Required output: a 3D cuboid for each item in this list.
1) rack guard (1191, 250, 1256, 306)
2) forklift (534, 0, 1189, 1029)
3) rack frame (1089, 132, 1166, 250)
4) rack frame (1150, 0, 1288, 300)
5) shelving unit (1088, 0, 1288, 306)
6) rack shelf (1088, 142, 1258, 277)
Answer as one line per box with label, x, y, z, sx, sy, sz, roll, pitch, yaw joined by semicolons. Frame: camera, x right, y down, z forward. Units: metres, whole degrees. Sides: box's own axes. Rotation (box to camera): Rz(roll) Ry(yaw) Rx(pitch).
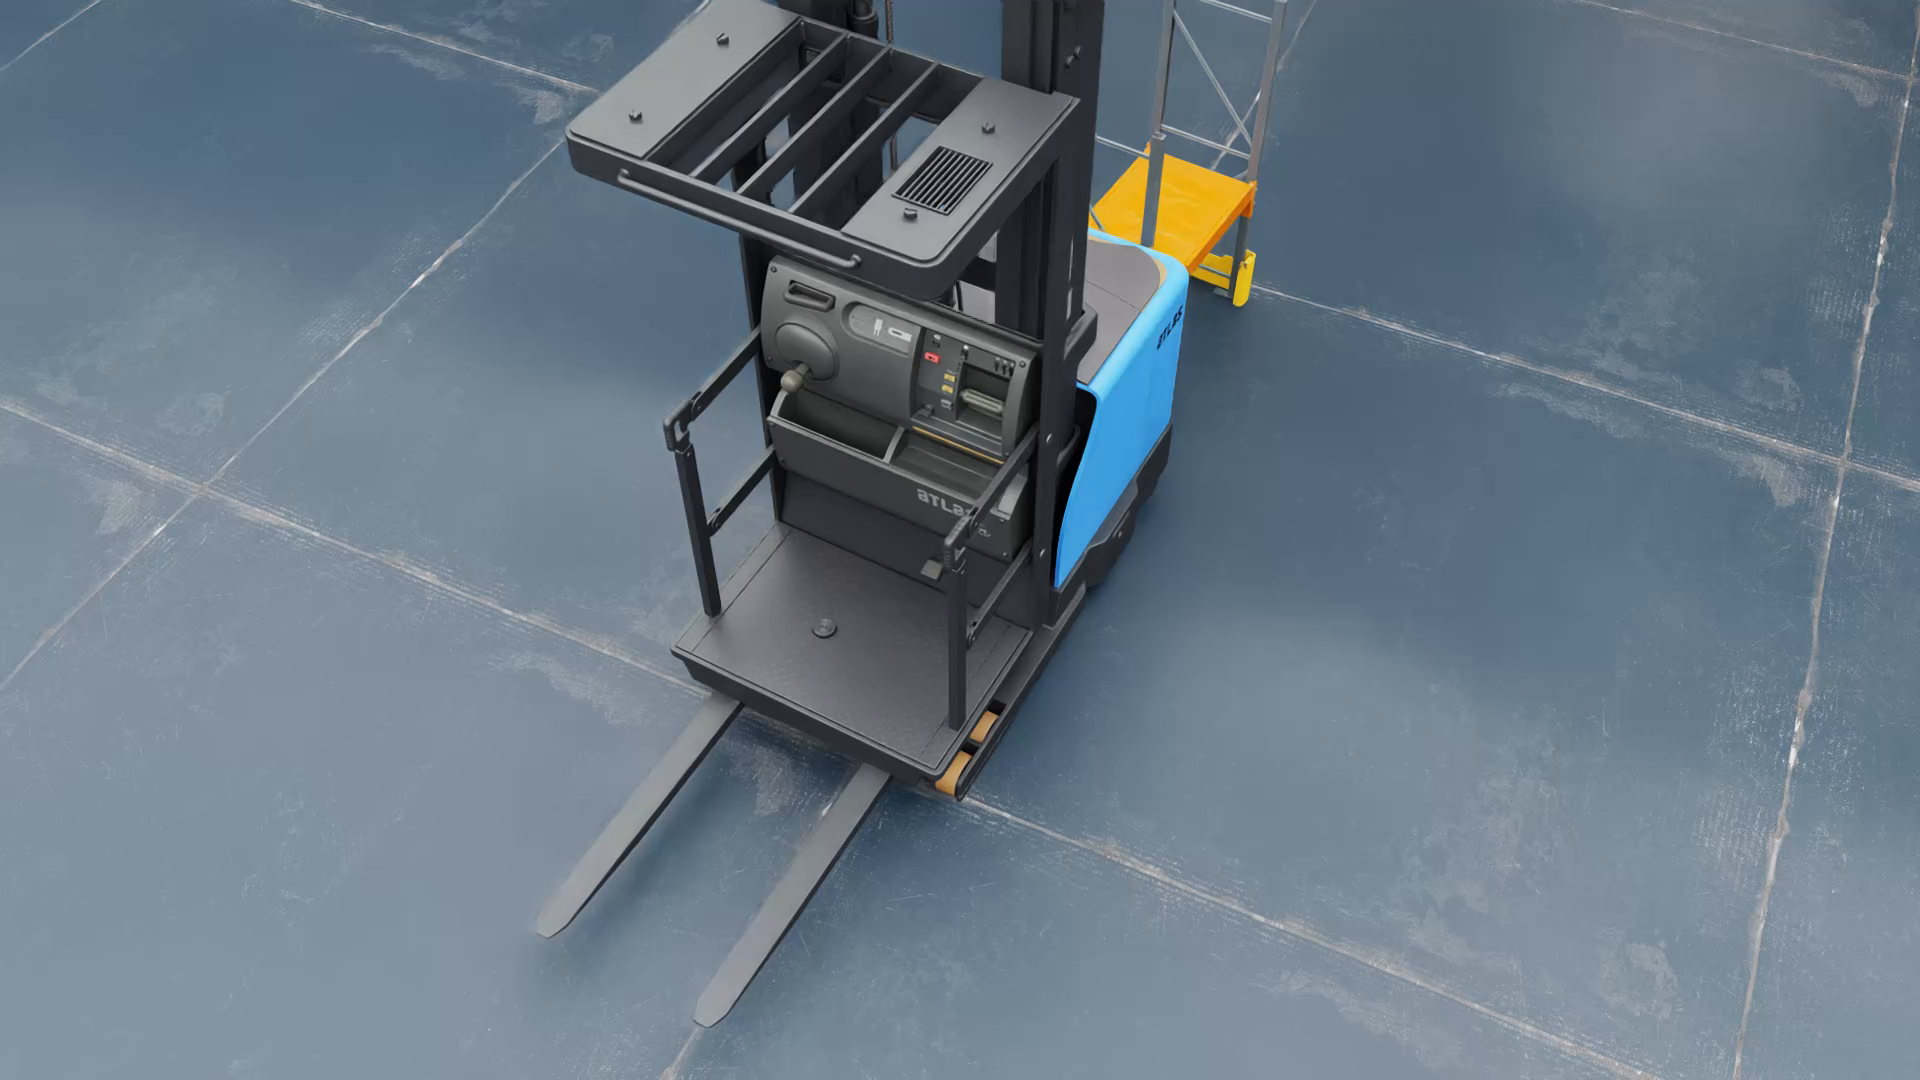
rack guard;1.035;-1.267;7.479;0.587;0.250;0.087;25;54;20
forklift;-0.313;-0.460;5.032;1.130;2.935;3.031;23;53;18
rack frame;0.500;-1.015;6.444;0.500;1.500;0.032;25;54;20
rack frame;1.035;-1.673;7.004;0.500;1.500;0.032;25;54;20
shelving unit;0.772;-1.350;6.729;0.587;1.500;1.083;25;54;20
rack shelf;0.767;-1.227;6.861;0.538;0.185;1.000;25;54;20
